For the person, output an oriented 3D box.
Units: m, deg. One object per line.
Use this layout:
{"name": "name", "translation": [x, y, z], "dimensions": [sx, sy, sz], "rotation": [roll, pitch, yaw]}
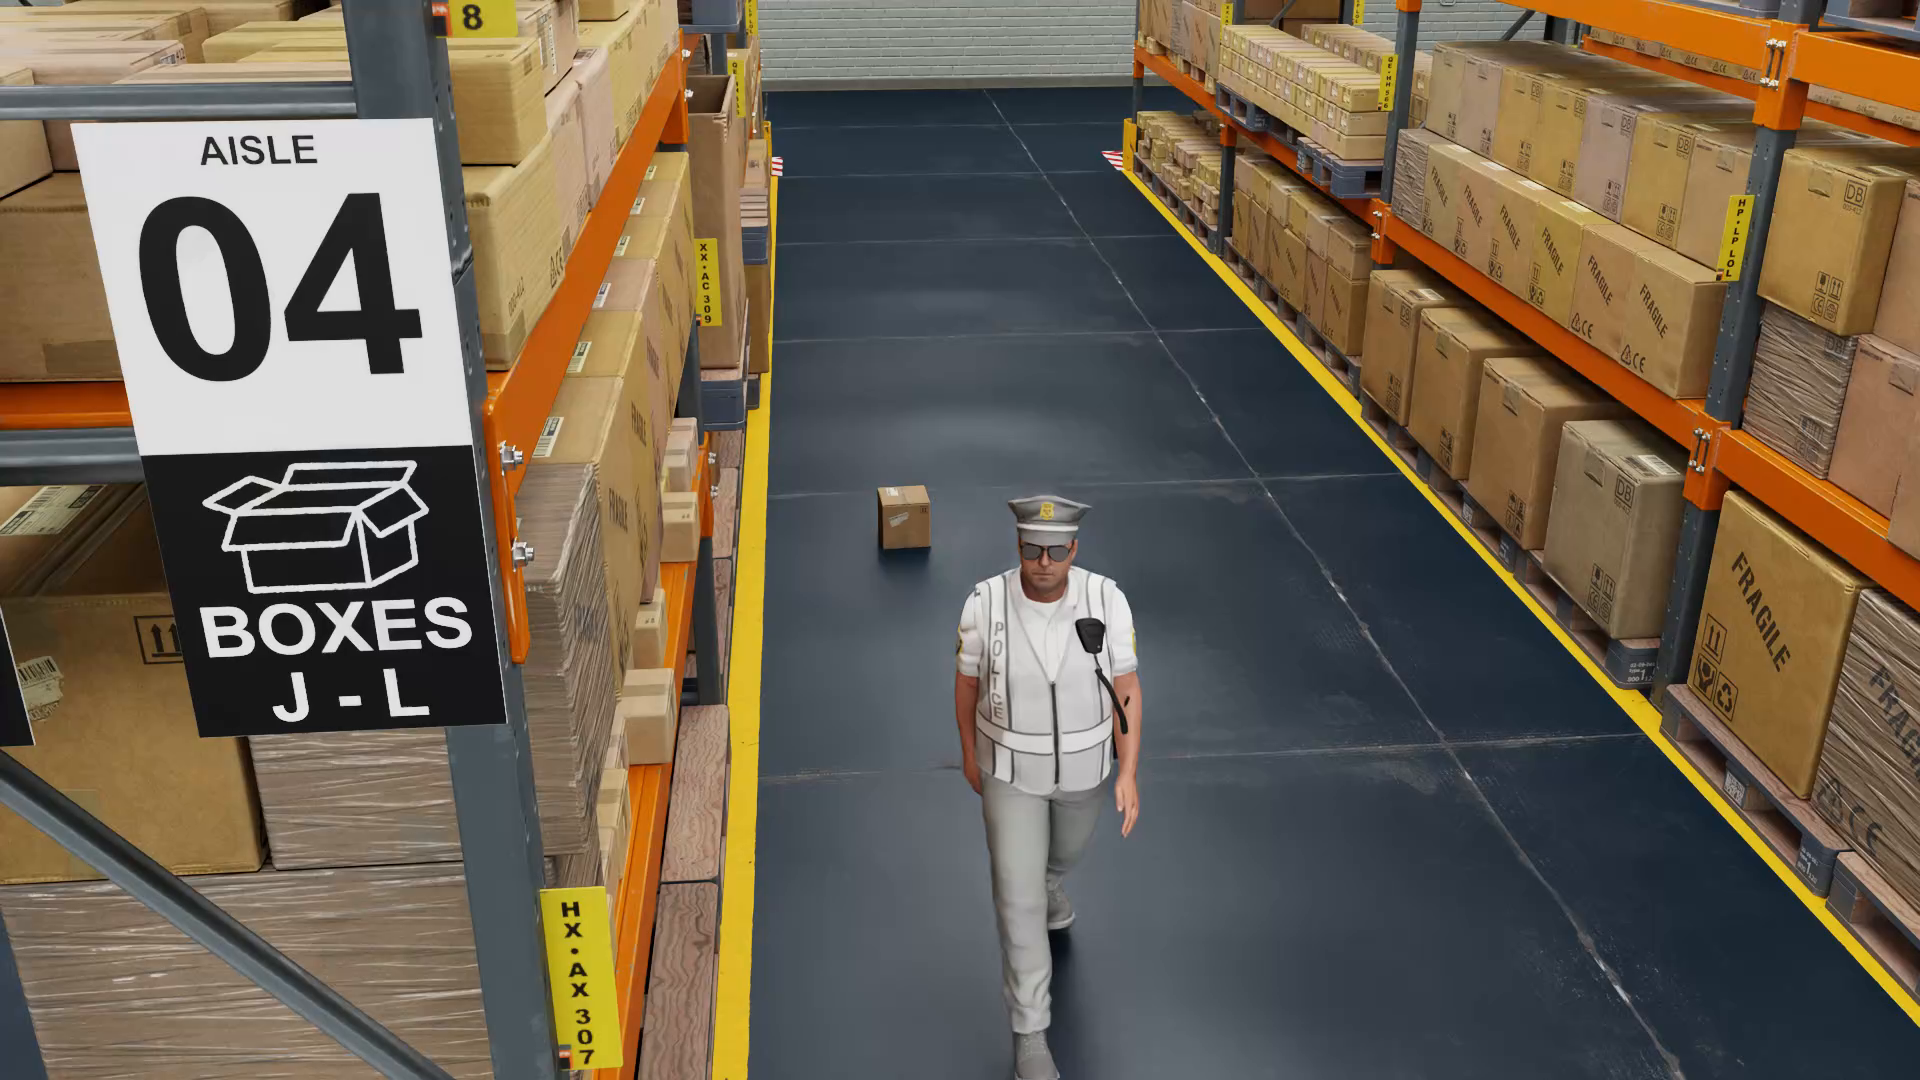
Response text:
{"name": "person", "translation": [0.274, 0.668, 5.024], "dimensions": [0.538, 1.719, 1.063], "rotation": [-4, 24, -8]}
